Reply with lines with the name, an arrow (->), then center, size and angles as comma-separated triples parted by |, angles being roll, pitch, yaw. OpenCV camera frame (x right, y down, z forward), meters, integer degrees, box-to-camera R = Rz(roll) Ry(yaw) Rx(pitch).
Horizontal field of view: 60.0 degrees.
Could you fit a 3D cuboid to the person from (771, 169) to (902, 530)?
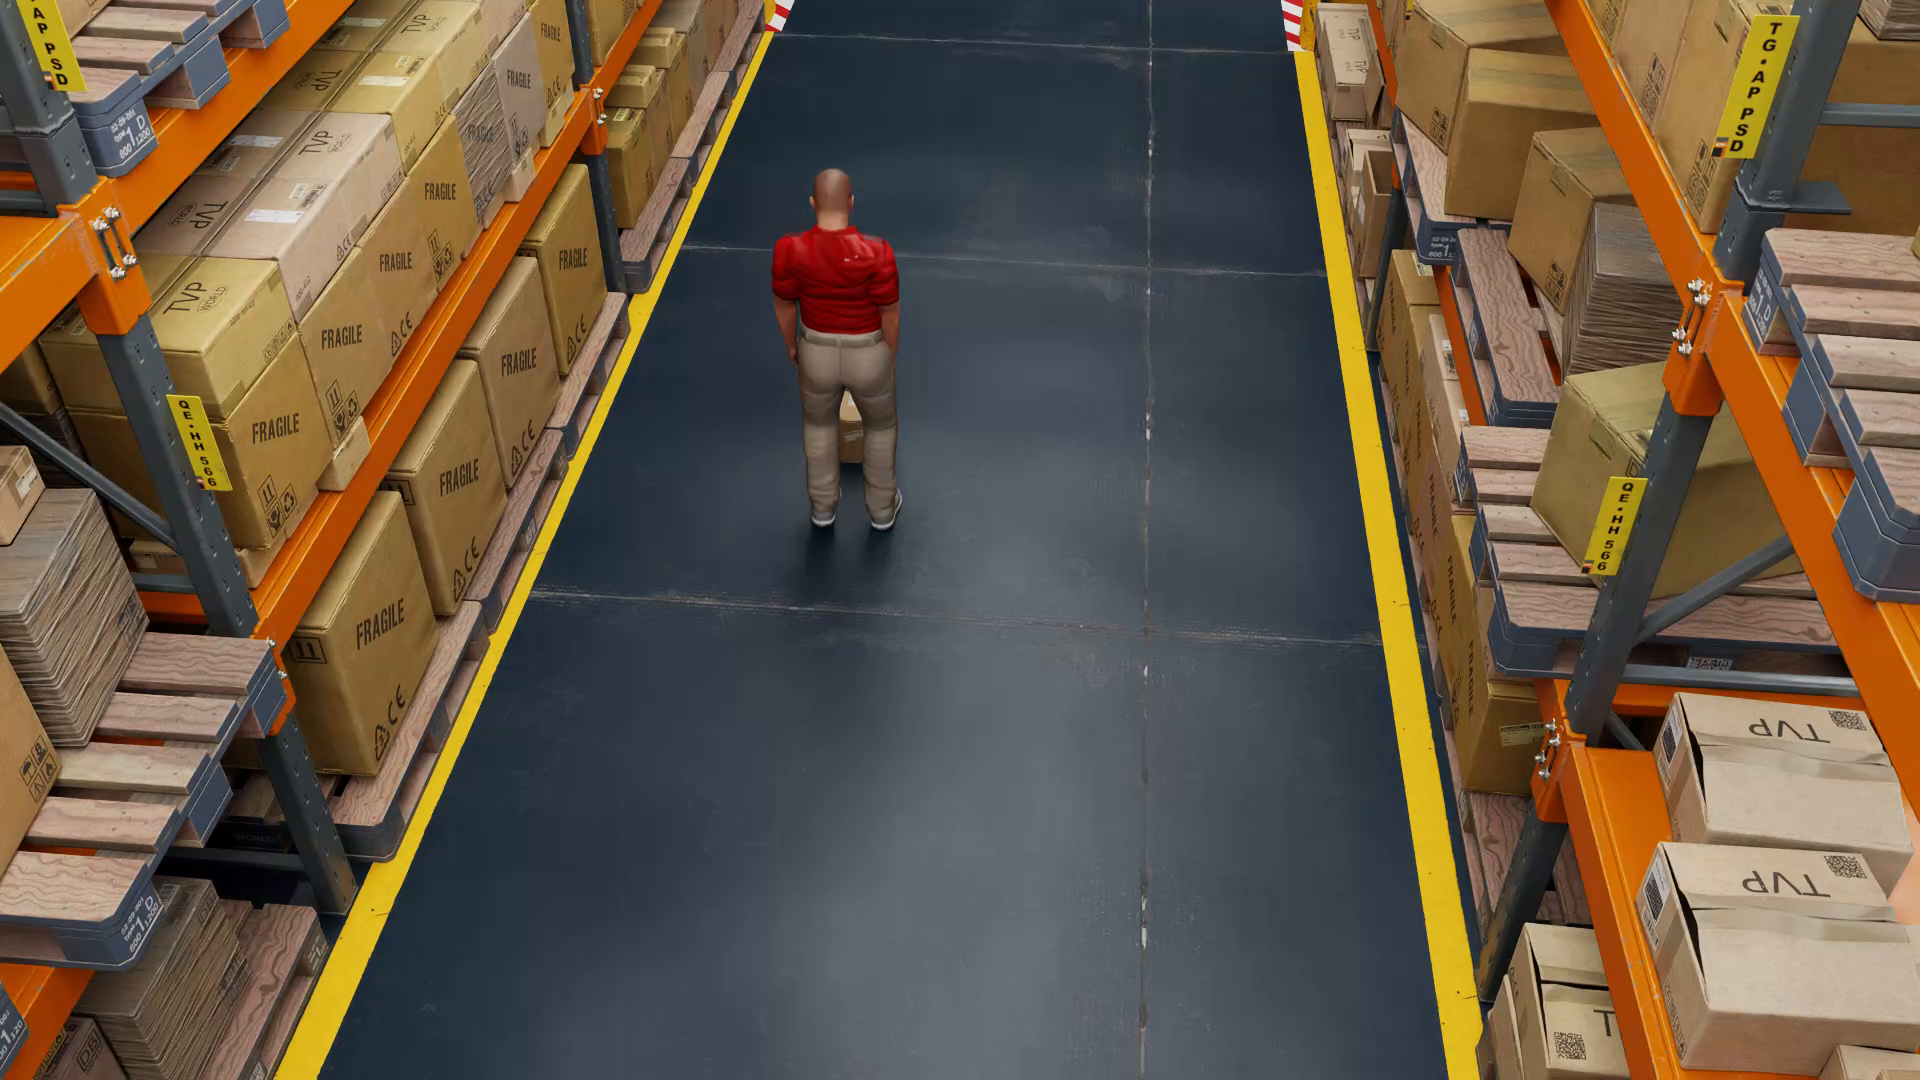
person -> -0.510, -0.792, 7.135 | 0.534, 1.718, 0.359 | 4, 40, 5
